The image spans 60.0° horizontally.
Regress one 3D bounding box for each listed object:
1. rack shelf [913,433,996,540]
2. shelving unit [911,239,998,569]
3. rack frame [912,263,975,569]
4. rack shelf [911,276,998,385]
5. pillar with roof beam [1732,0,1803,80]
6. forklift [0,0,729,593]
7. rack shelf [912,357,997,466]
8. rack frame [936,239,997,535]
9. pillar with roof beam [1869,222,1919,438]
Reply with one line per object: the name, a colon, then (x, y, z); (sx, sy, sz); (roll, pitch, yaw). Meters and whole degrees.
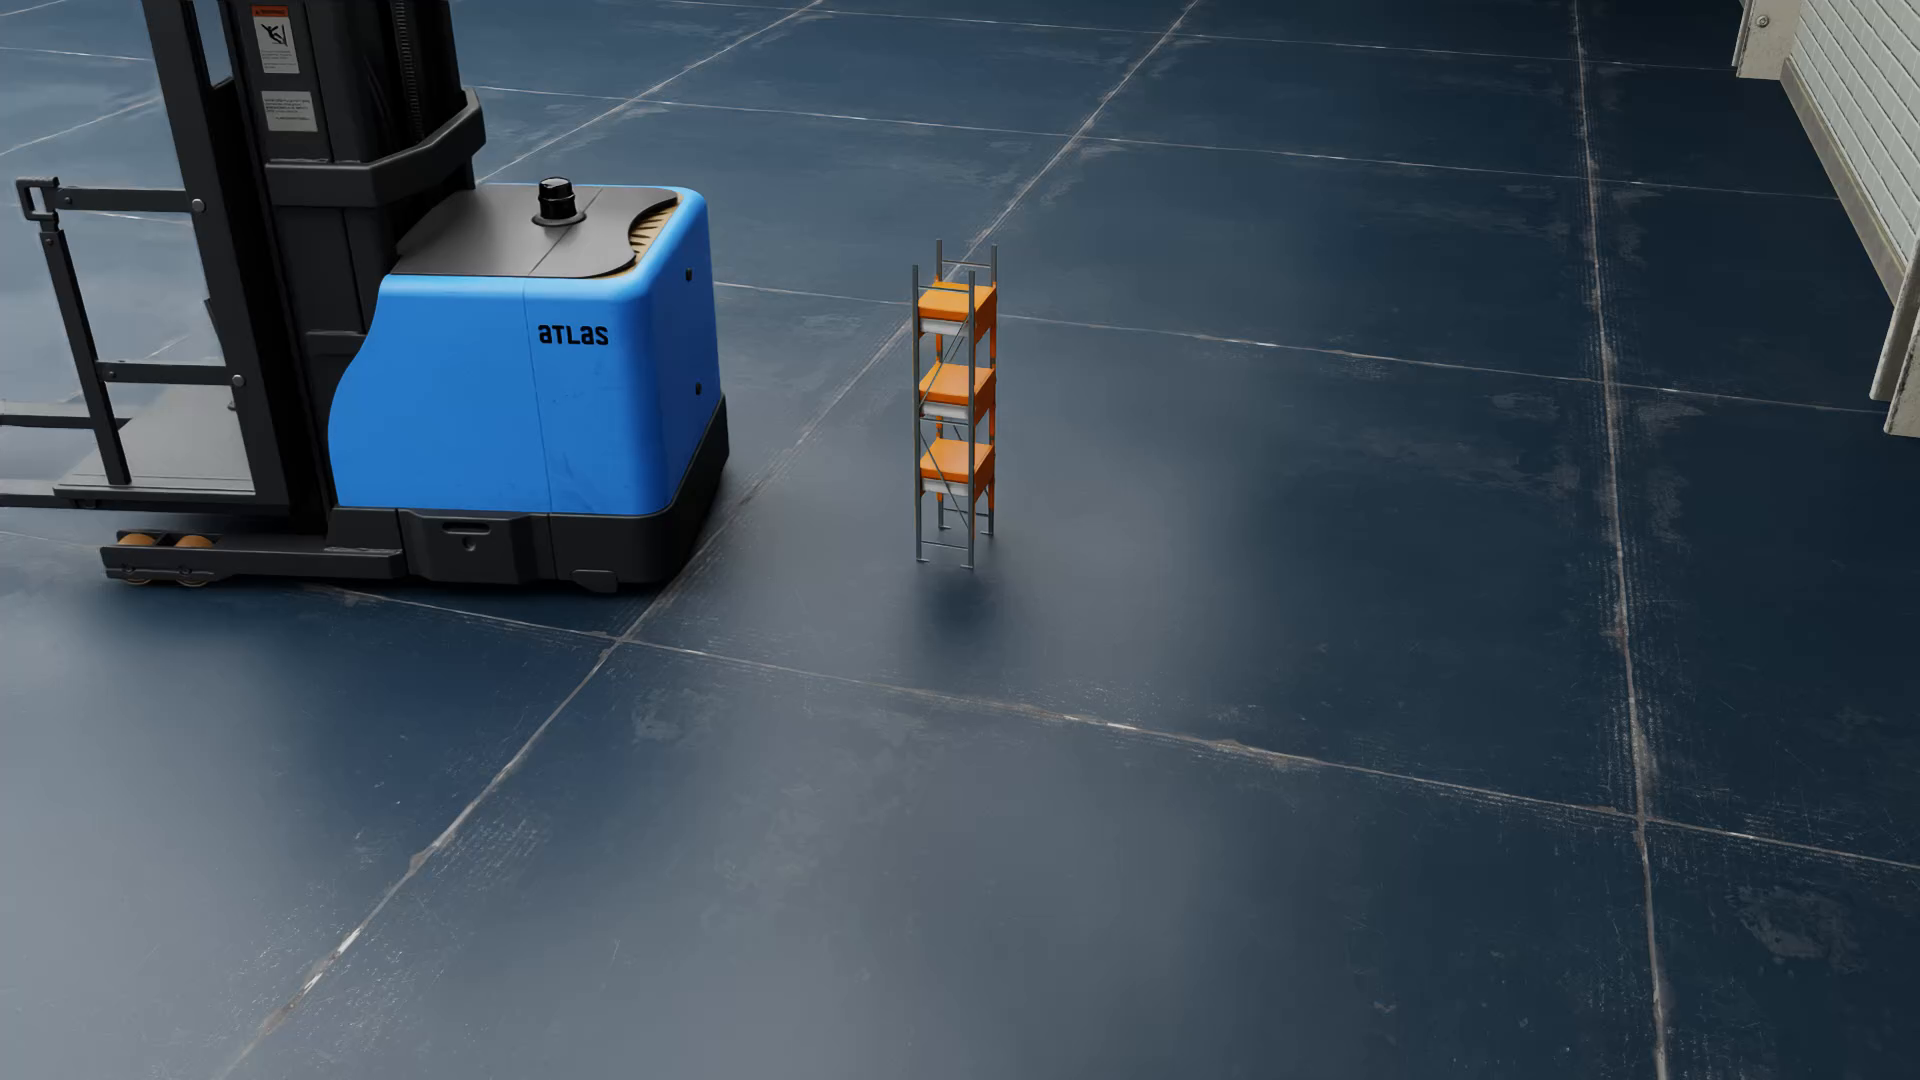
rack shelf: (-0.016, -0.182, 5.590); (0.215, 0.259, 0.240); (8, 30, 15)
shelving unit: (-0.016, -0.434, 5.450); (0.215, 1.050, 0.252); (8, 30, 15)
rack frame: (-0.052, -0.377, 5.348); (0.200, 1.050, 0.008); (8, 30, 15)
rack shelf: (-0.016, -0.673, 5.317); (0.215, 0.259, 0.240); (8, 30, 15)
pillar with roof beam: (1.469, -7.821, 10.552); (9.100, 9.000, 0.400); (8, 30, 15)
forklift: (-2.397, -1.380, 5.216); (3.031, 2.935, 1.130); (2, 29, 3)
rack shelf: (-0.016, -0.425, 5.455); (0.215, 0.259, 0.240); (8, 30, 15)
rack frame: (0.020, -0.491, 5.552); (0.200, 1.050, 0.008); (8, 30, 15)
pillar with roof beam: (-0.292, -5.033, 5.540); (9.100, 9.000, 0.400); (8, 30, 15)
